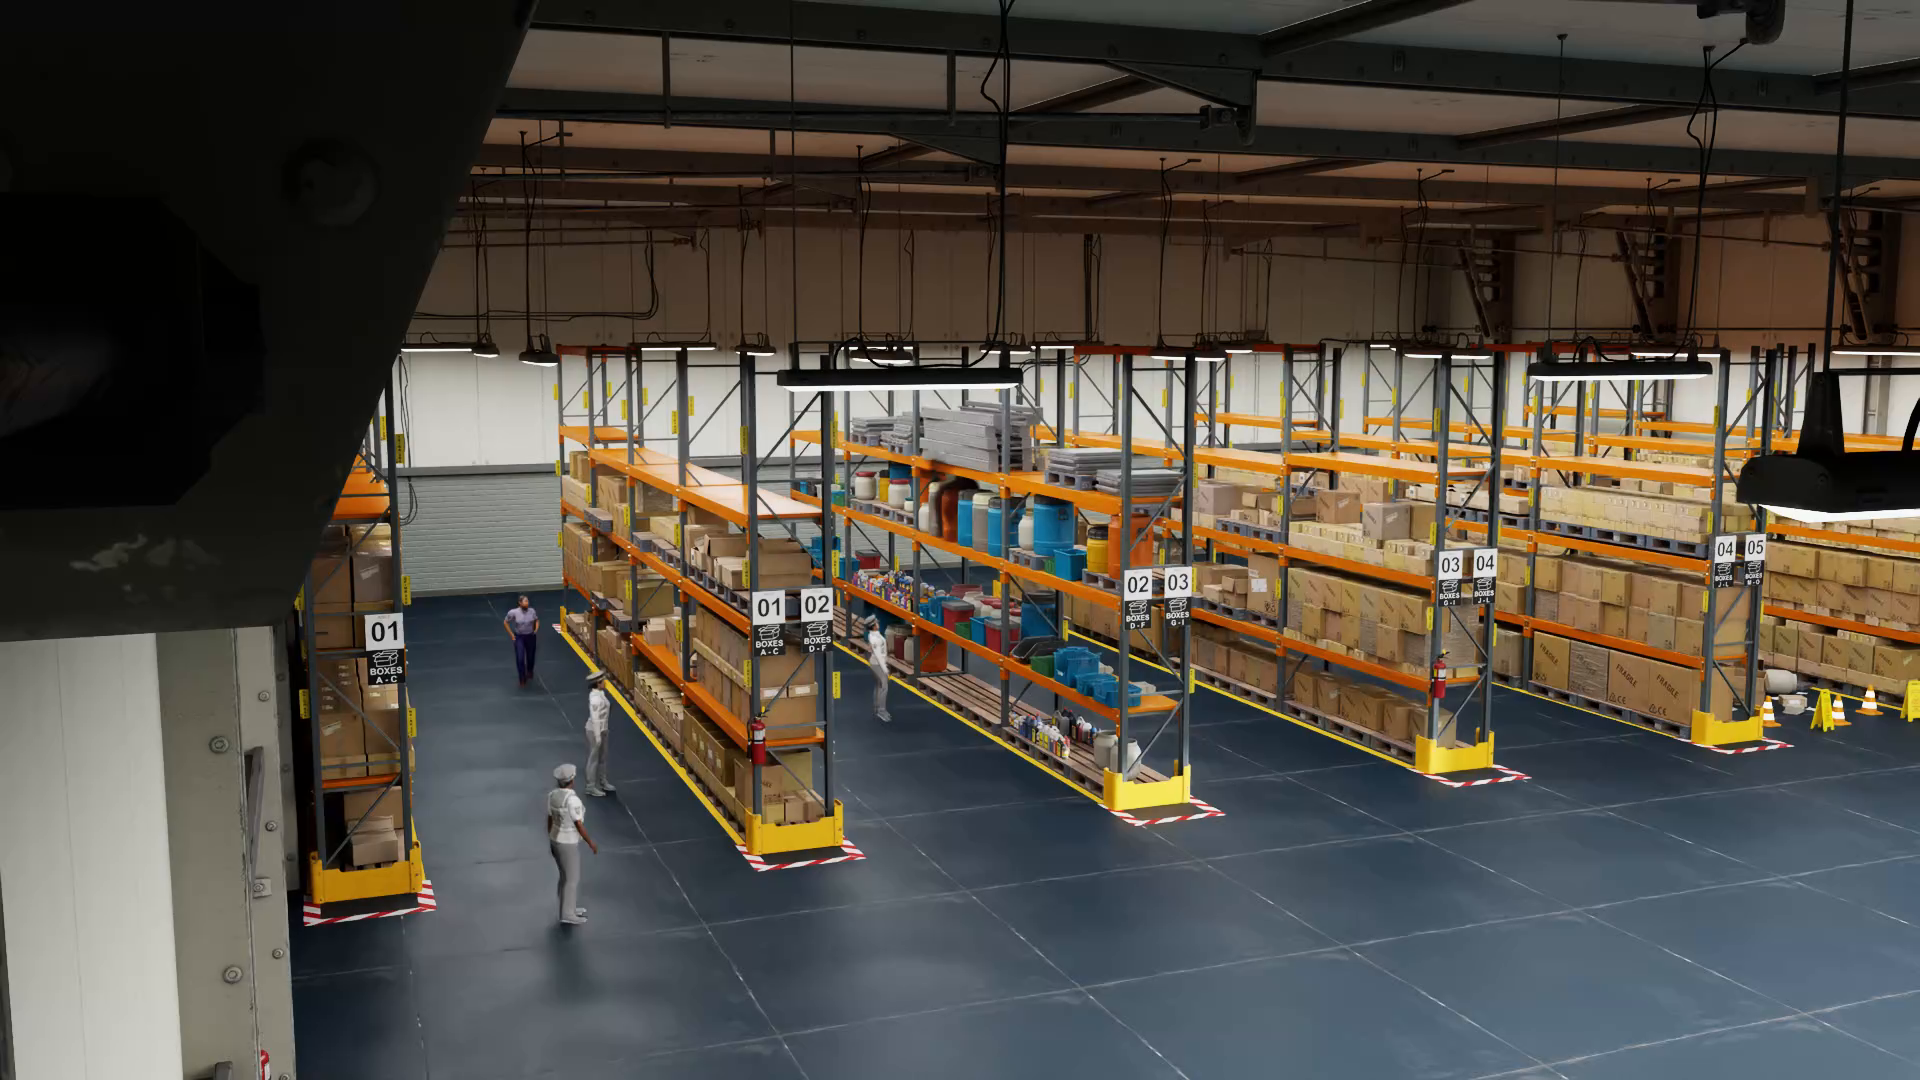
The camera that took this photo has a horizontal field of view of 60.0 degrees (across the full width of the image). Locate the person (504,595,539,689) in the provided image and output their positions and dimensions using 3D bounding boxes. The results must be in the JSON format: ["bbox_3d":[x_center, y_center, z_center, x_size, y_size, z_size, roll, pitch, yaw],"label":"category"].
[{"bbox_3d":[-7.791,1.797,29.594,0.625,1.675,0.742,-2,8,-18],"label":"person"}]

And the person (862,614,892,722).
[{"bbox_3d":[-1.322,2.069,27.051,0.515,1.757,0.503,1,7,9],"label":"person"}]

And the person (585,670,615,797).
[{"bbox_3d":[-4.925,2.619,22.709,0.371,1.703,0.573,0,7,1],"label":"person"}]

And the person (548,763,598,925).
[{"bbox_3d":[-4.156,3.249,17.828,0.448,1.698,0.476,-5,9,-32],"label":"person"}]
